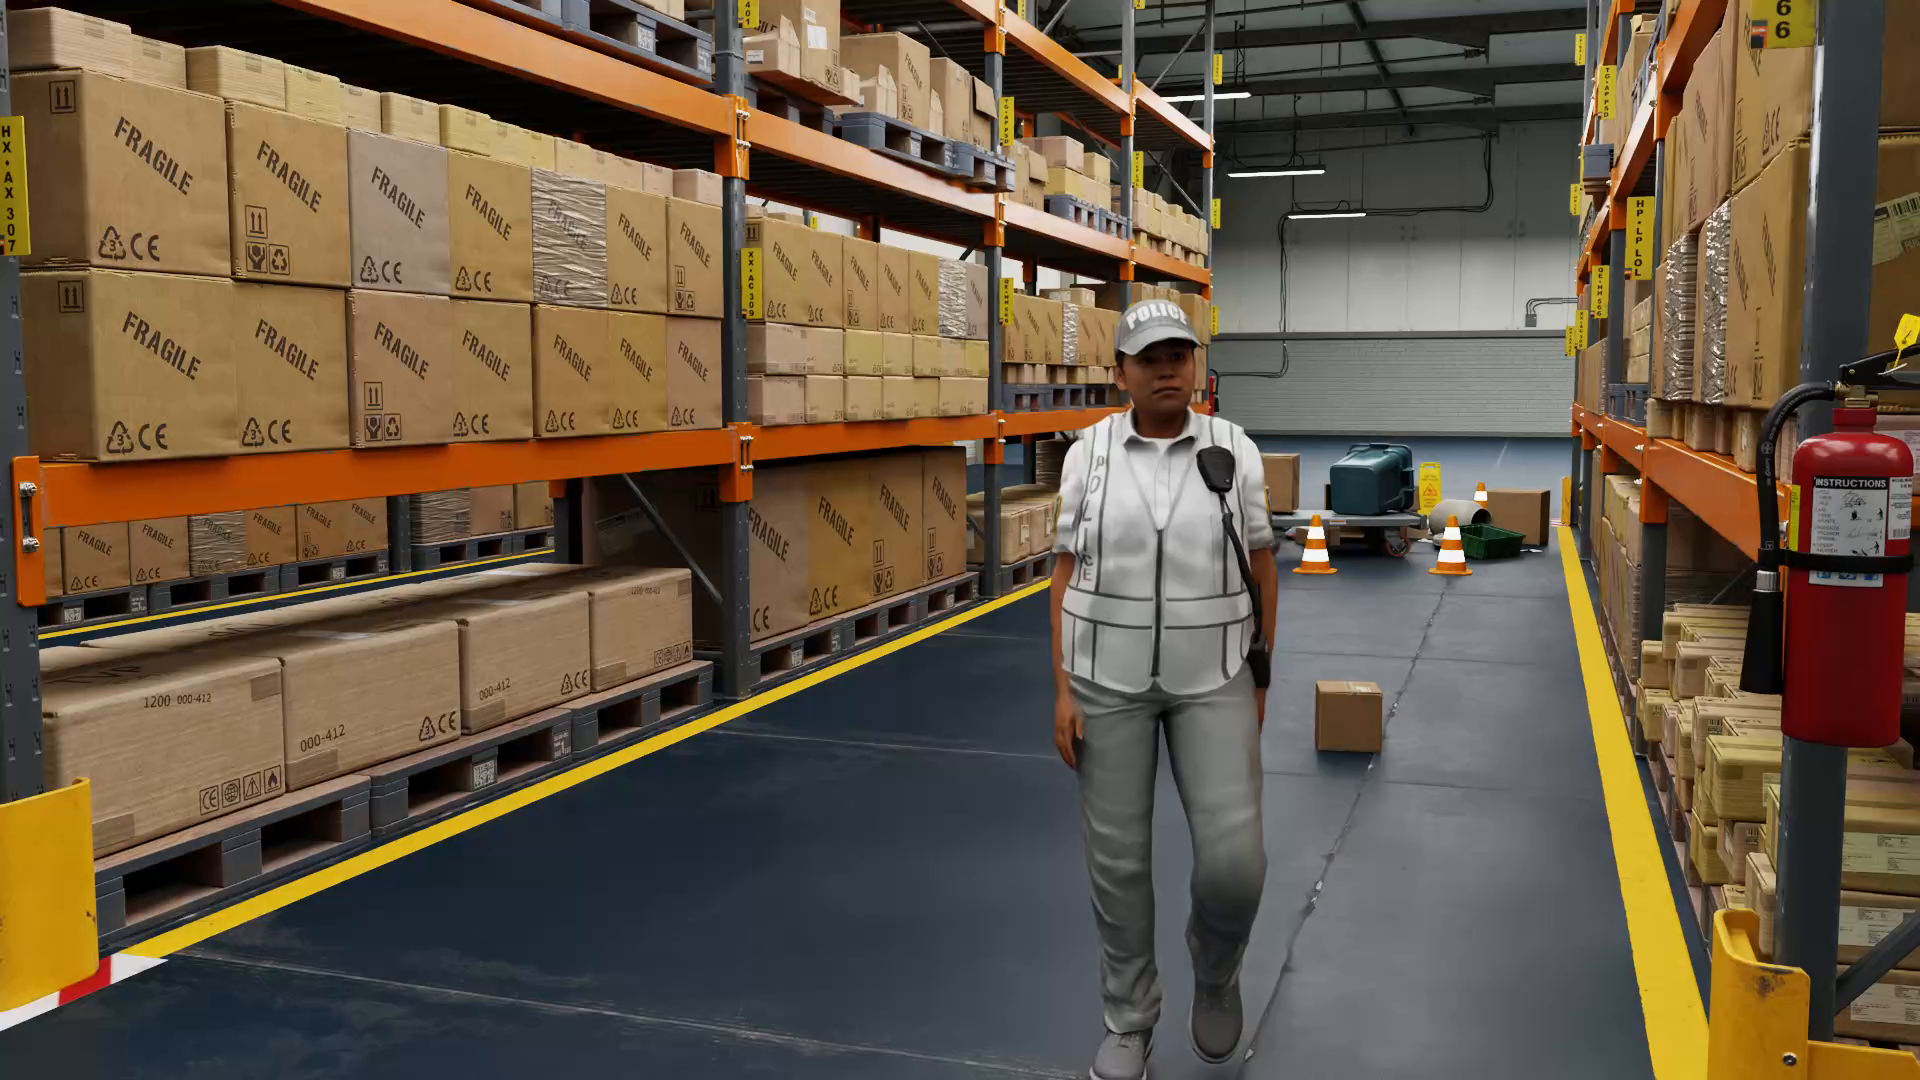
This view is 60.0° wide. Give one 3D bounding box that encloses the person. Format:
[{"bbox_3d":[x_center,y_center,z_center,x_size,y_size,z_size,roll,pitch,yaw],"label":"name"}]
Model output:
[{"bbox_3d":[0.429,0.324,3.537,0.482,1.658,0.459,1,5,9],"label":"person"}]
